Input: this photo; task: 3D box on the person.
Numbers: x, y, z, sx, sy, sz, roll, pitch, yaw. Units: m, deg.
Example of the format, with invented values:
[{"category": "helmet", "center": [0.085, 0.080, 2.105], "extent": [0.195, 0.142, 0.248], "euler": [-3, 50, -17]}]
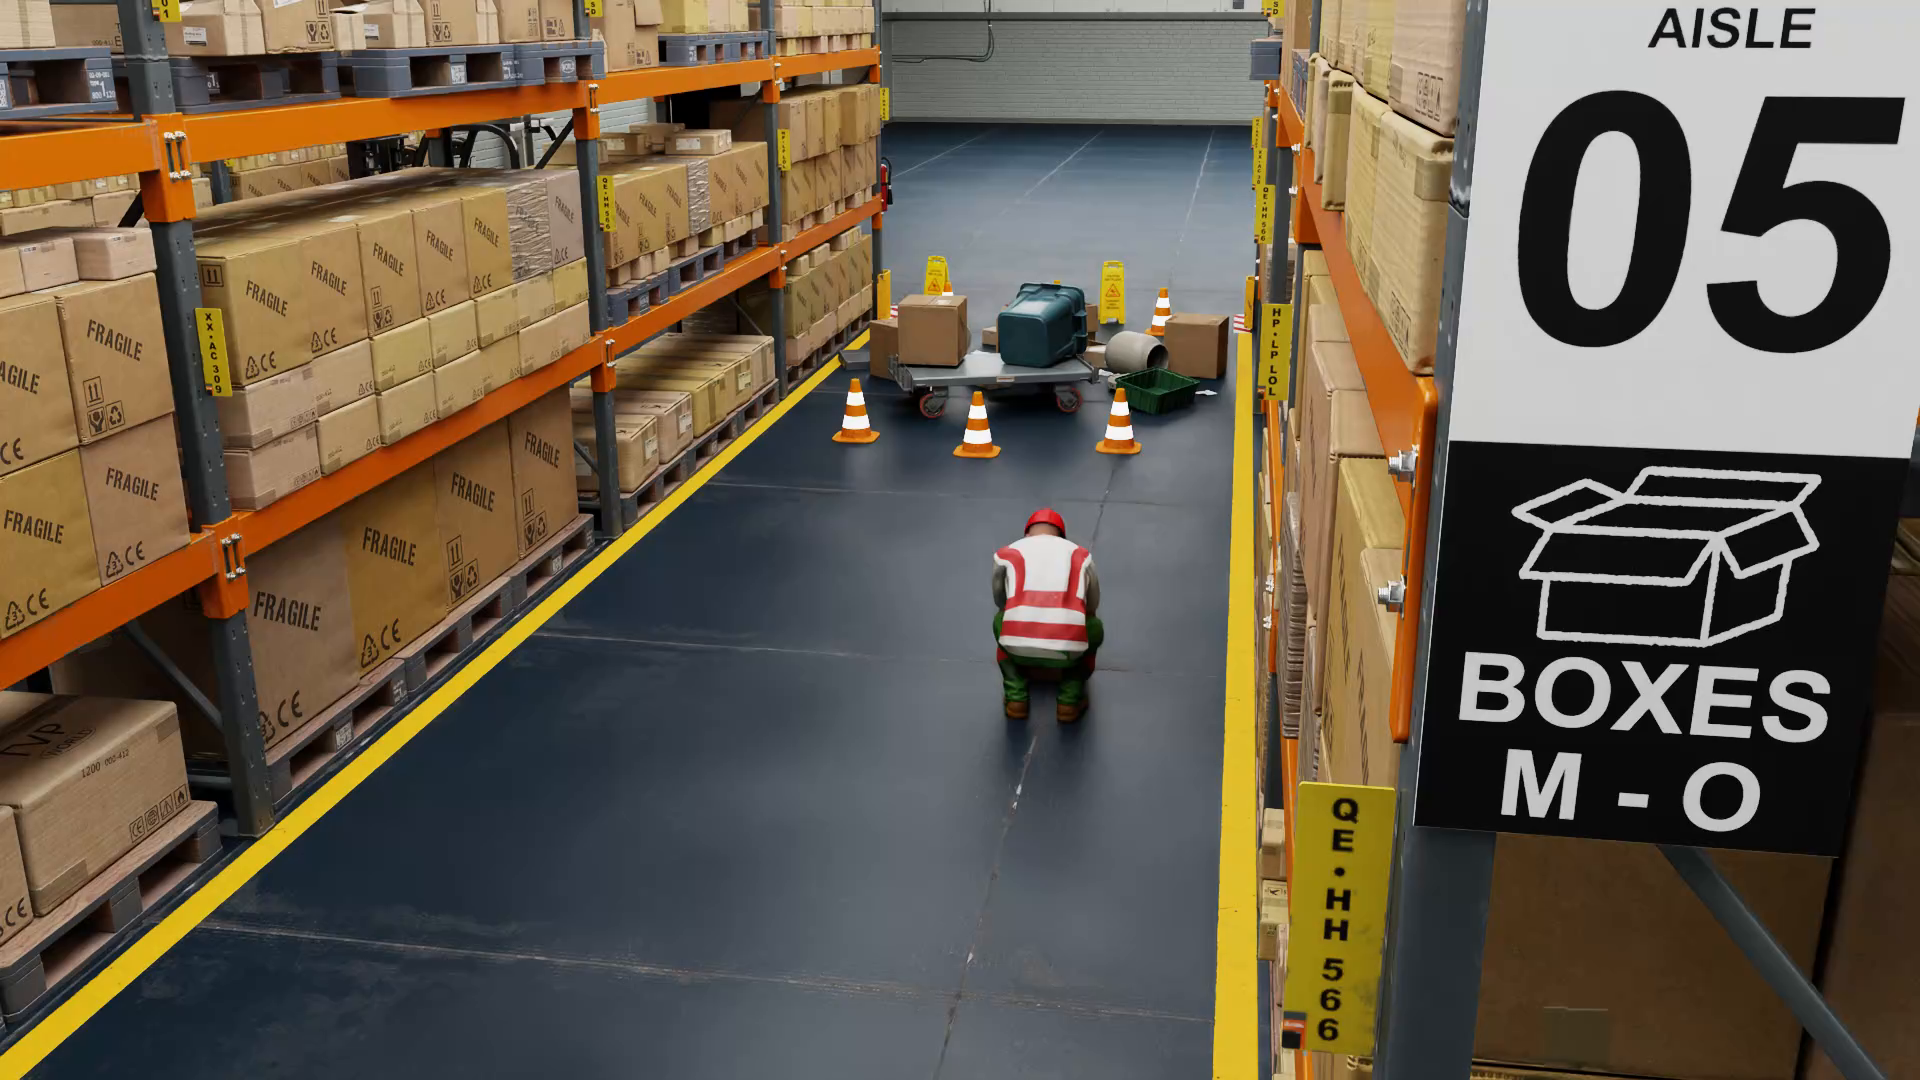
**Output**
[{"category": "person", "center": [0.408, 0.369, 7.932], "extent": [0.560, 0.874, 0.892], "euler": [3, 18, 9]}]
